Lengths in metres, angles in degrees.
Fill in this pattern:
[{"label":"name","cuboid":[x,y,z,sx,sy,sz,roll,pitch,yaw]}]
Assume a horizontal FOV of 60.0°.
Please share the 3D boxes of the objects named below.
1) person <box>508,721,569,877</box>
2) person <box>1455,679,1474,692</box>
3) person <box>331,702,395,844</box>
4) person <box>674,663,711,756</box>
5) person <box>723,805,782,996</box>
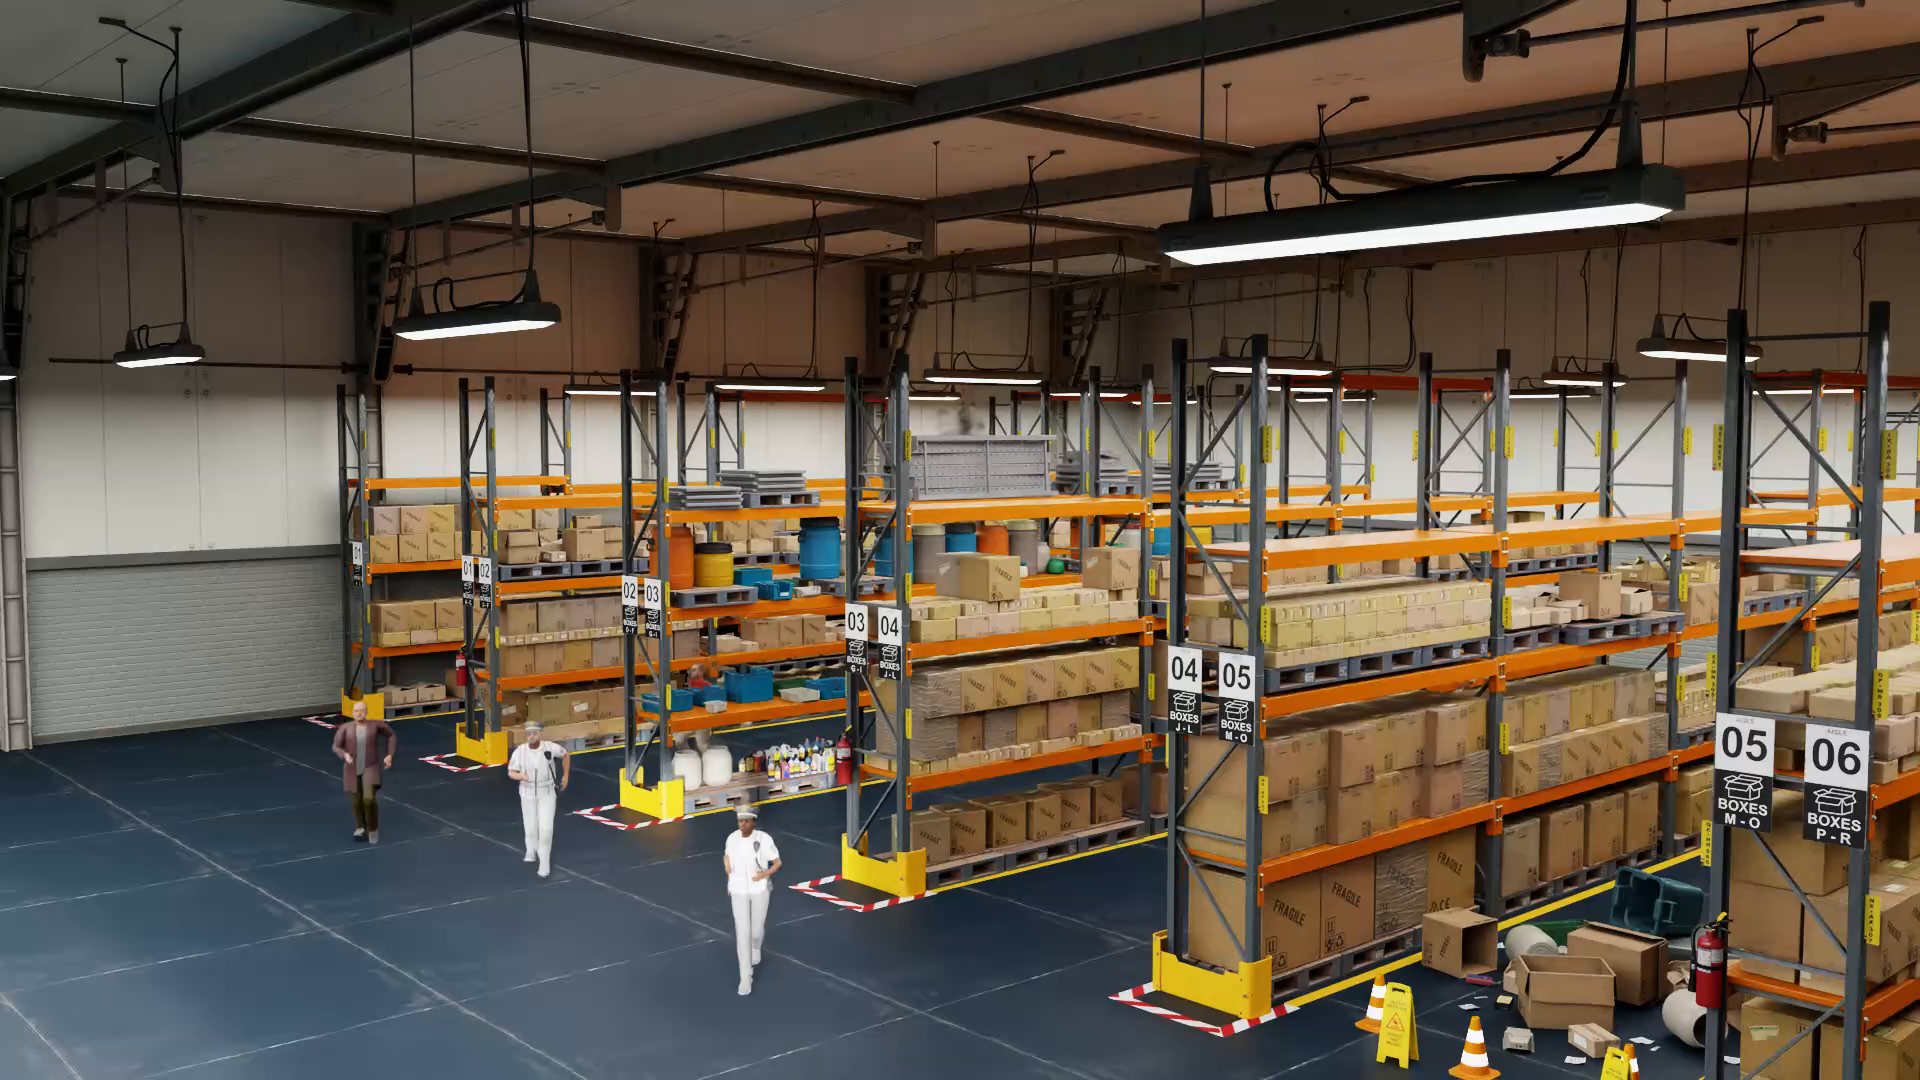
[{"label":"person","cuboid":[-4.943,3.007,19.520,0.673,1.832,0.911,0,4,-6]},{"label":"person","cuboid":[7.211,2.741,23.786,0.671,1.728,0.590,3,5,39]},{"label":"person","cuboid":[-7.467,2.932,20.817,0.740,1.831,0.779,-1,4,-12]},{"label":"person","cuboid":[-3.921,2.695,24.669,0.646,1.755,0.686,3,5,40]},{"label":"person","cuboid":[-1.951,3.301,15.584,0.570,1.711,0.849,0,4,0]}]
